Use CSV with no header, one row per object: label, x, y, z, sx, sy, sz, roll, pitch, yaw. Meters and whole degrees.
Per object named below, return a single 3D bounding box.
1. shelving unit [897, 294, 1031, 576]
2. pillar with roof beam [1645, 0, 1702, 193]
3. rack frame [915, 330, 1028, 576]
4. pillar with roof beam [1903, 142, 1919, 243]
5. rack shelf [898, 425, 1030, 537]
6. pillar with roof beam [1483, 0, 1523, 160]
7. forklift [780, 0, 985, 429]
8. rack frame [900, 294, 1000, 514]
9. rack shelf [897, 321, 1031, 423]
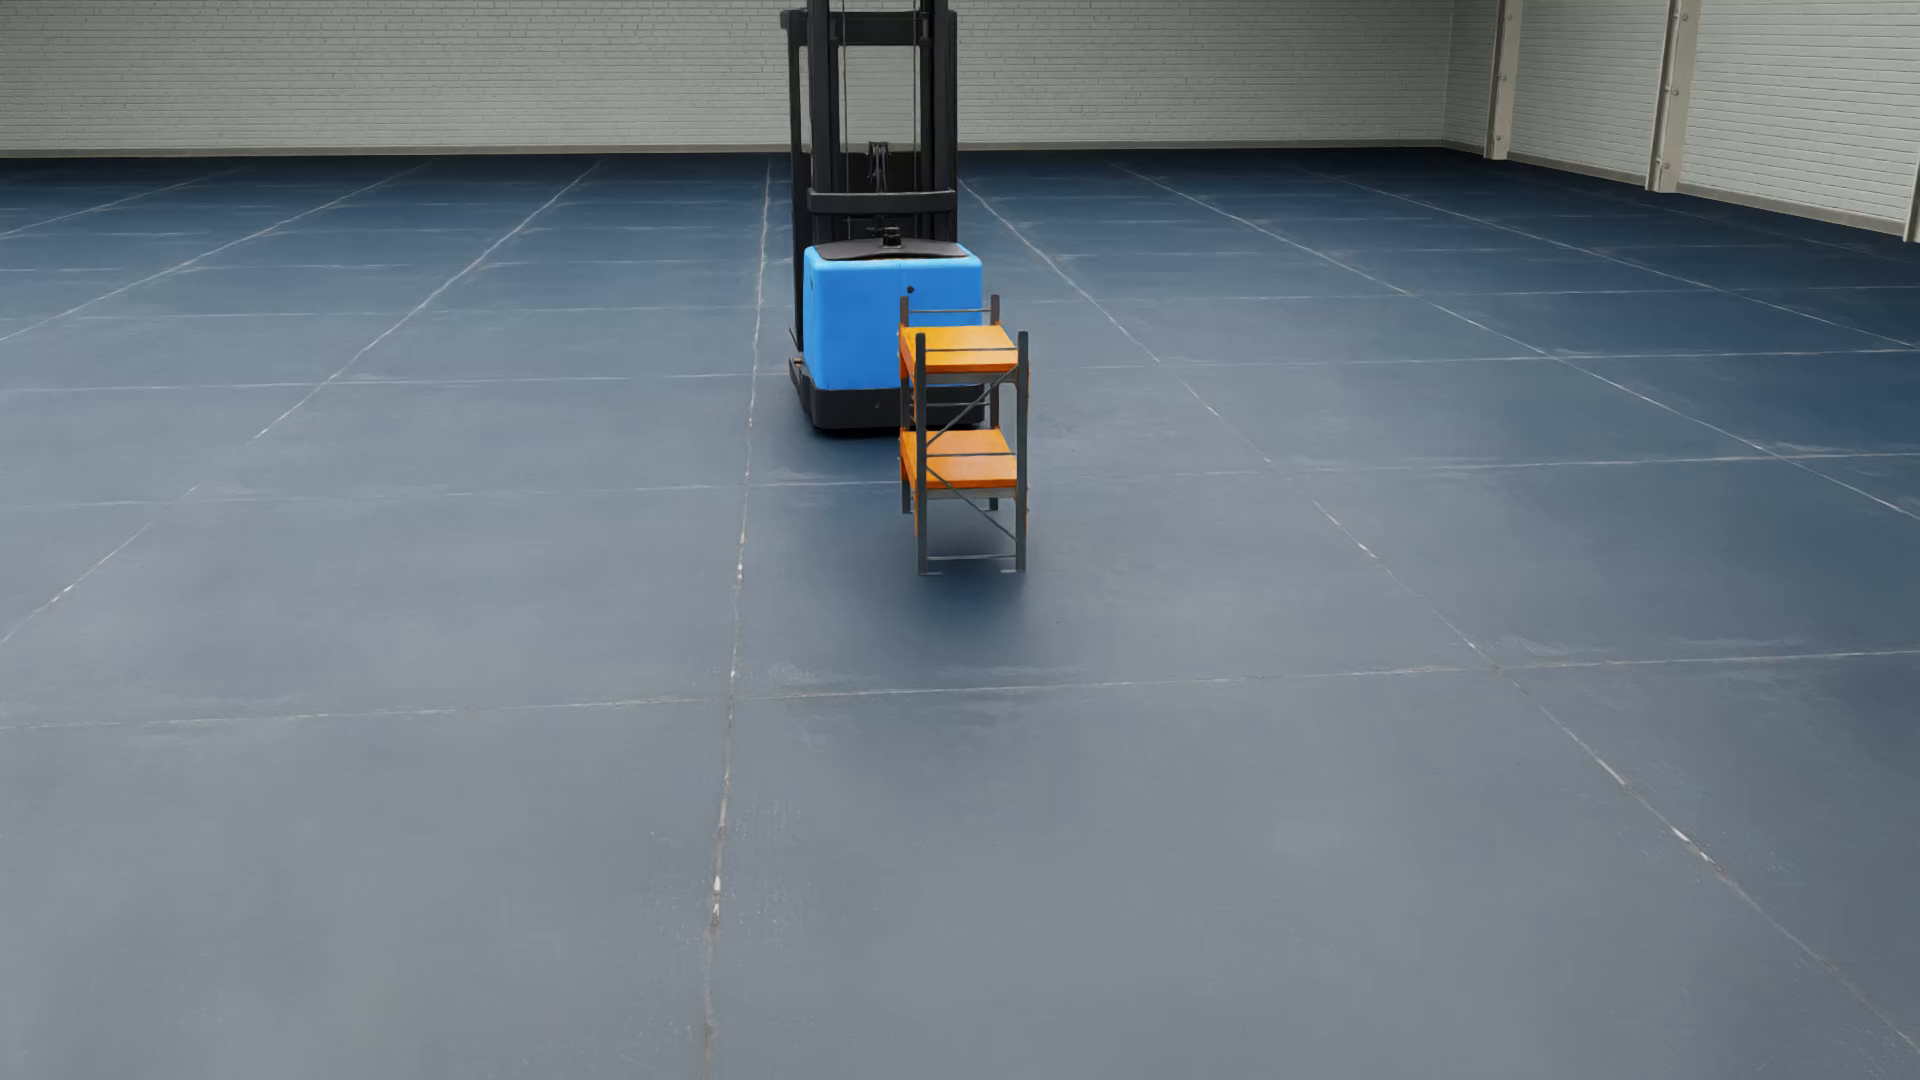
shelving unit,0.001,-0.535,8.002,0.538,1.125,1.048,-2,18,-6
pillar with roof beam,6.113,-9.332,22.878,9.100,9.000,0.400,-2,18,-6
rack frame,0.053,-0.383,7.520,0.500,1.125,0.032,-2,18,-6
pillar with roof beam,6.732,-7.544,17.184,9.100,9.000,0.400,-2,18,-6
rack shelf,0.001,-0.301,8.075,0.538,0.278,1.000,-2,18,-6
pillar with roof beam,5.494,-11.119,28.572,9.100,9.000,0.400,-2,18,-6
forklift,-0.602,-2.471,11.154,1.130,2.935,3.031,-3,18,-9
rack frame,-0.052,-0.686,8.485,0.500,1.125,0.032,-2,18,-6
rack shelf,0.001,-0.814,7.914,0.538,0.278,1.000,-2,18,-6
